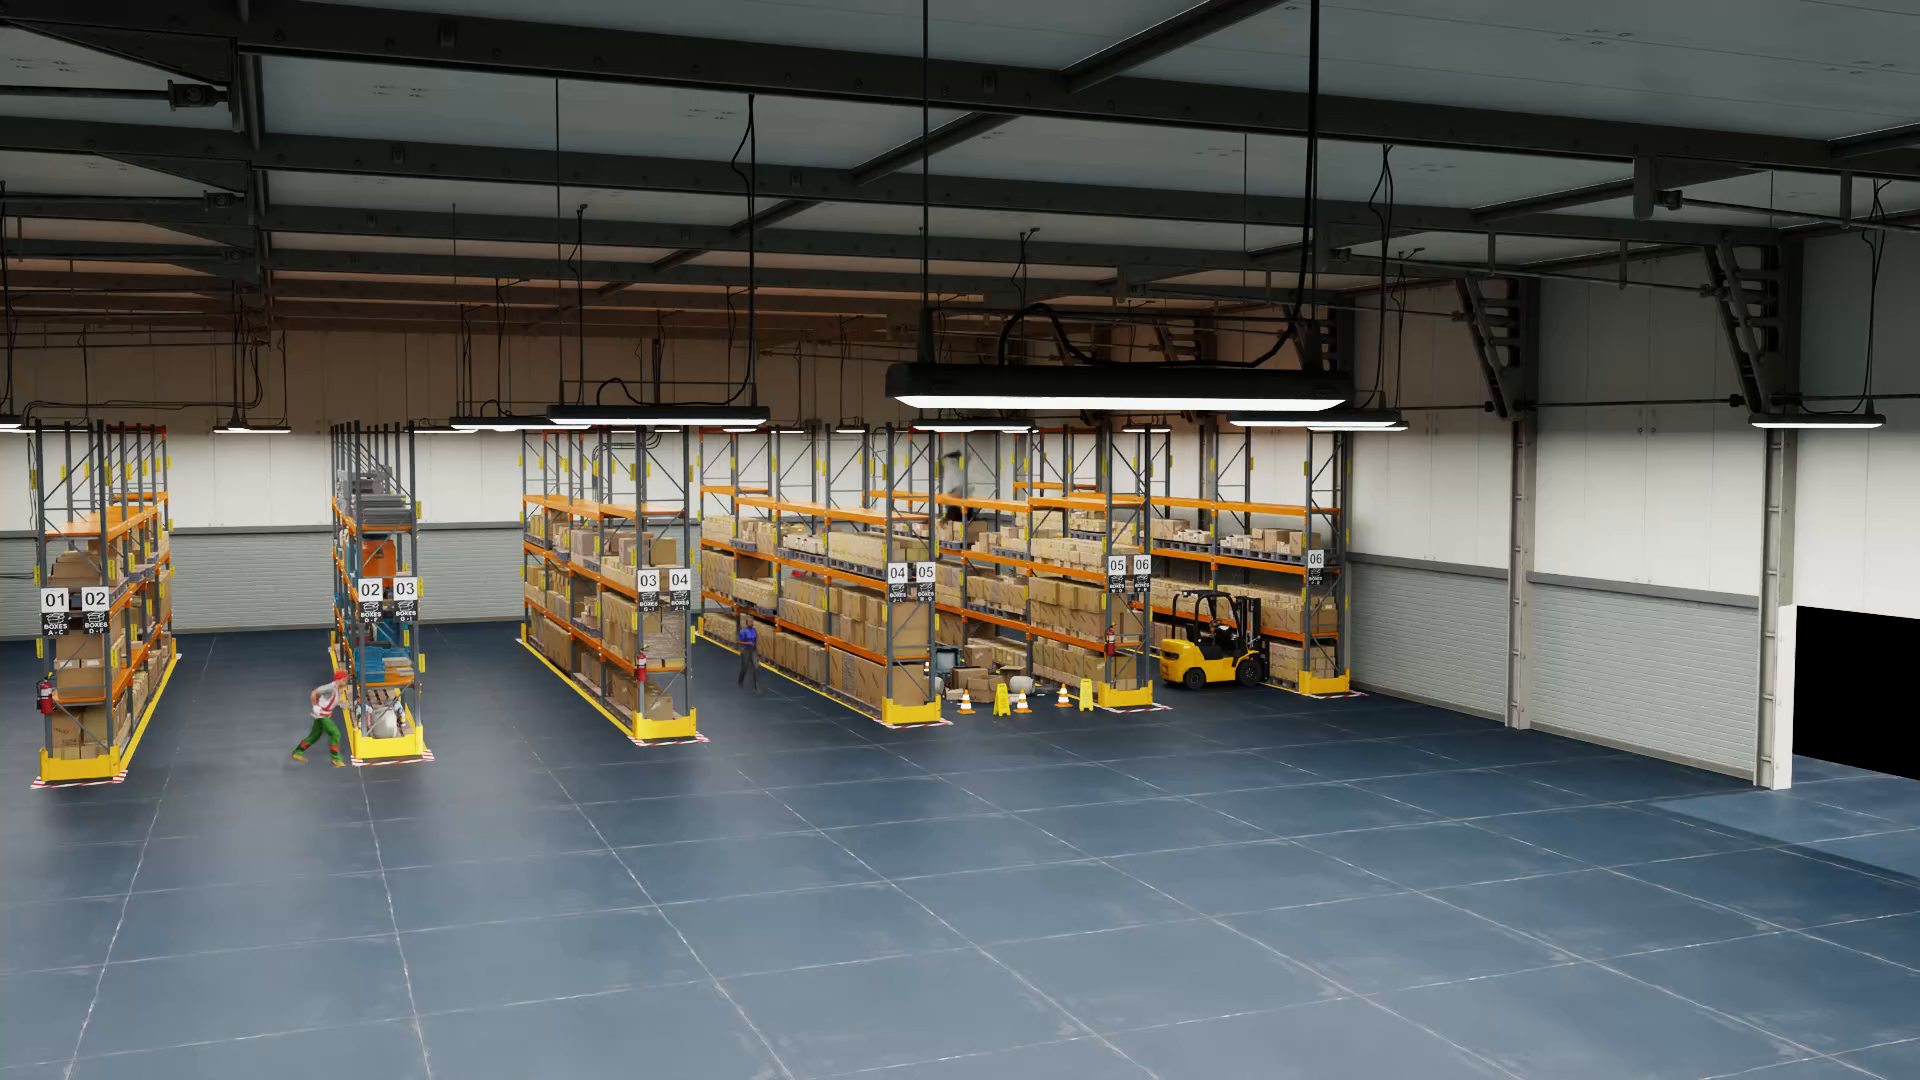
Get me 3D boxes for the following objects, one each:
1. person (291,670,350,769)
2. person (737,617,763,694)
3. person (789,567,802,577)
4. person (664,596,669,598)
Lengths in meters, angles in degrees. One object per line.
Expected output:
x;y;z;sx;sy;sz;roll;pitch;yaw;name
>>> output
-11.028;3.111;28.660;1.054;1.731;0.706;0;4;0;person
-4.733;2.563;37.163;0.564;1.696;0.851;-2;4;-34;person
-5.144;1.642;51.754;0.633;1.801;0.778;3;5;40;person
-8.518;1.921;47.341;0.651;1.675;0.585;-2;4;-32;person
